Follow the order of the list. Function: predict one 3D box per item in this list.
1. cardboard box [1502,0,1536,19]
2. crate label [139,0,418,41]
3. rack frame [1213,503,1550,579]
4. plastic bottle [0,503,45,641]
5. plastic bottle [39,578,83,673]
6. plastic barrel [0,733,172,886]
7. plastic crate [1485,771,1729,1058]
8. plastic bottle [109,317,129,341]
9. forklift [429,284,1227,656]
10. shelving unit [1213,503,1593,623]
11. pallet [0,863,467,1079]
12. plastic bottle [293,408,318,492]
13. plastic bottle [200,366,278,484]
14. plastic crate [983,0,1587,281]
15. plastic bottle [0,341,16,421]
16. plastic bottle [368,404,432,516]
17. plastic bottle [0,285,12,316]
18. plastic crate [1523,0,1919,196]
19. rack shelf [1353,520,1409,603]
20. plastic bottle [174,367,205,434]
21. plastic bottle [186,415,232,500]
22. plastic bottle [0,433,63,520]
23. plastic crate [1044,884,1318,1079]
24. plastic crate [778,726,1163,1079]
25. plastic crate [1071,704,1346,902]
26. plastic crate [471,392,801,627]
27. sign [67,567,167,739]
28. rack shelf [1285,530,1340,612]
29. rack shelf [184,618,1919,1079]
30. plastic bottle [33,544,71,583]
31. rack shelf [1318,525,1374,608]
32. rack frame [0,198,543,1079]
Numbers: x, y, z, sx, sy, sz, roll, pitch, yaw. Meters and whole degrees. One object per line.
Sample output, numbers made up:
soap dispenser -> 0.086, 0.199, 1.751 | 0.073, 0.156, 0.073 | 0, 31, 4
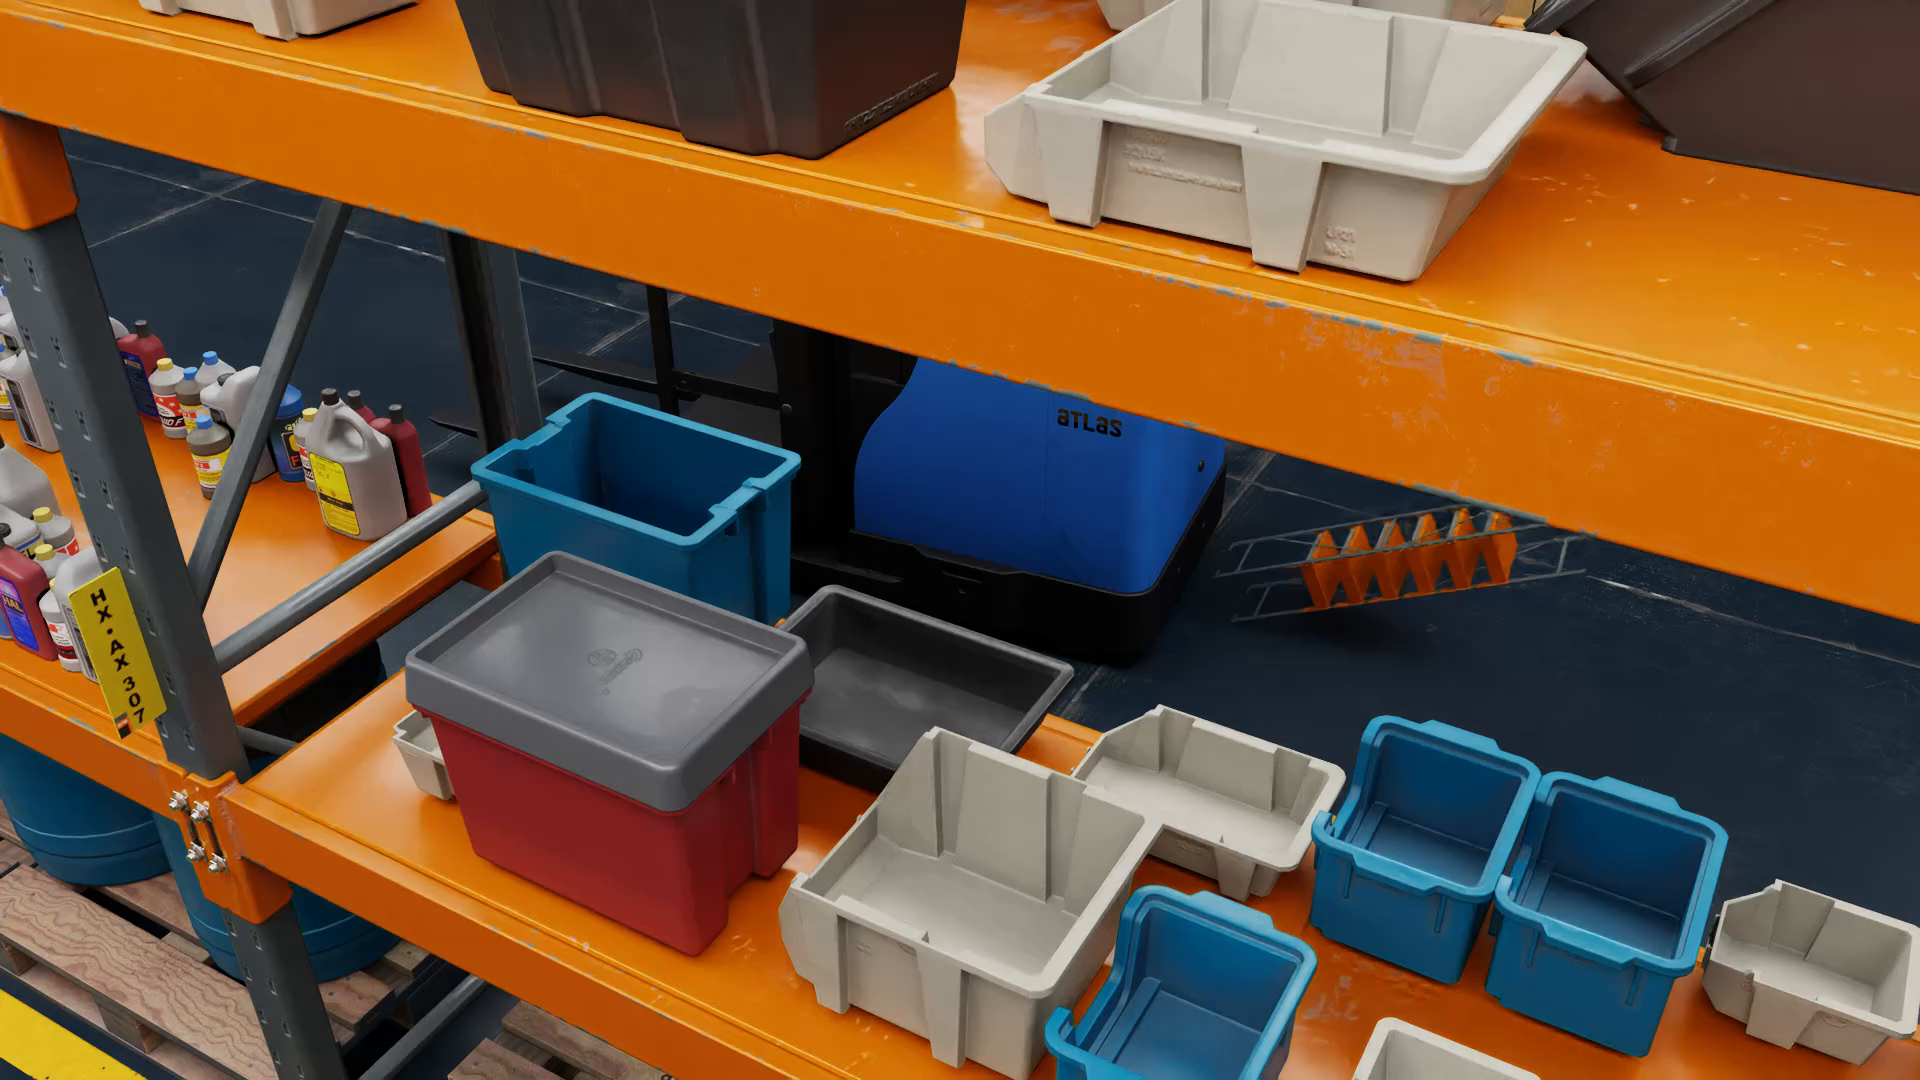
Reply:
cardboard box -> 1.980, -1.957, 6.392 | 0.500, 0.500, 0.500 | 18, 38, 25
crate label -> -0.953, -0.808, 2.289 | 0.466, 0.136, 0.293 | 18, 37, 24
rack frame -> 1.419, -0.021, 5.507 | 1.200, 0.006, 0.240 | -11, 25, 33
plastic bottle -> -2.054, 0.055, 3.573 | 0.135, 0.276, 0.152 | 18, 37, 24
plastic bottle -> -1.852, 0.168, 3.470 | 0.097, 0.201, 0.097 | 0, 34, 0
plastic barrel -> -2.313, 0.403, 4.453 | 0.708, 0.901, 0.600 | 18, 37, 24
plastic crate -> 1.044, 0.613, 2.720 | 0.300, 0.233, 0.416 | 18, 37, 24
plastic bottle -> -2.251, -0.457, 4.341 | 0.135, 0.276, 0.152 | 18, 37, 24
forklift -> -0.579, -1.357, 5.644 | 3.031, 2.935, 1.130 | 13, 36, 19
shelving unit -> 1.455, 0.056, 5.539 | 1.200, 0.189, 0.258 | -11, 25, 33
pallet -> -1.884, 0.985, 4.580 | 1.213, 0.211, 1.003 | 18, 37, 24
plastic bottle -> -1.566, -0.226, 4.062 | 0.097, 0.201, 0.097 | 0, 34, 0
plastic bottle -> -1.765, -0.303, 4.110 | 0.135, 0.276, 0.152 | 18, 37, 24
plastic crate -> 0.321, -0.431, 1.722 | 0.530, 0.136, 0.437 | 18, 37, 24
plastic bottle -> -2.498, -0.424, 4.360 | 0.097, 0.201, 0.097 | 0, 34, 0
plastic bottle -> -1.341, -0.201, 3.950 | 0.133, 0.283, 0.061 | 18, 37, 24
plastic bottle -> -2.540, -0.564, 4.506 | 0.097, 0.271, 0.097 | 0, 34, 0
plastic crate -> 1.048, -0.618, 1.822 | 0.767, 0.338, 0.504 | 18, 37, 24
rack shelf -> 1.418, 0.063, 5.563 | 0.103, 0.180, 0.258 | -11, 25, 33
plastic bottle -> -1.937, -0.343, 4.239 | 0.097, 0.201, 0.097 | 0, 34, 0
plastic bottle -> -1.811, -0.206, 4.033 | 0.097, 0.201, 0.097 | 0, 34, 0
plastic bottle -> -2.124, -0.087, 3.719 | 0.185, 0.351, 0.144 | 18, 37, 24
plastic crate -> 0.328, 0.760, 2.499 | 0.300, 0.233, 0.416 | 18, 37, 24
plastic crate -> 0.000, 0.590, 2.711 | 0.530, 0.282, 0.437 | 18, 37, 24
plastic crate -> 0.426, 0.476, 3.013 | 0.466, 0.136, 0.293 | 18, 37, 24
plastic crate -> -0.660, 0.003, 3.500 | 0.575, 0.384, 0.392 | 18, 37, 24
sign -> -1.509, 0.206, 2.985 | 0.005, 0.325, 0.100 | 18, 37, 24
rack shelf -> 1.220, 0.100, 5.693 | 0.103, 0.180, 0.258 | -11, 25, 33
rack shelf -> 0.502, 0.906, 2.832 | 4.000, 0.370, 1.077 | 18, 37, 24
plastic bottle -> -1.937, 0.102, 3.570 | 0.097, 0.201, 0.097 | 0, 34, 0
rack shelf -> 1.319, 0.082, 5.628 | 0.103, 0.180, 0.258 | -11, 25, 33
rack frame -> -1.235, 0.057, 3.458 | 0.127, 3.000, 1.000 | 18, 37, 24
